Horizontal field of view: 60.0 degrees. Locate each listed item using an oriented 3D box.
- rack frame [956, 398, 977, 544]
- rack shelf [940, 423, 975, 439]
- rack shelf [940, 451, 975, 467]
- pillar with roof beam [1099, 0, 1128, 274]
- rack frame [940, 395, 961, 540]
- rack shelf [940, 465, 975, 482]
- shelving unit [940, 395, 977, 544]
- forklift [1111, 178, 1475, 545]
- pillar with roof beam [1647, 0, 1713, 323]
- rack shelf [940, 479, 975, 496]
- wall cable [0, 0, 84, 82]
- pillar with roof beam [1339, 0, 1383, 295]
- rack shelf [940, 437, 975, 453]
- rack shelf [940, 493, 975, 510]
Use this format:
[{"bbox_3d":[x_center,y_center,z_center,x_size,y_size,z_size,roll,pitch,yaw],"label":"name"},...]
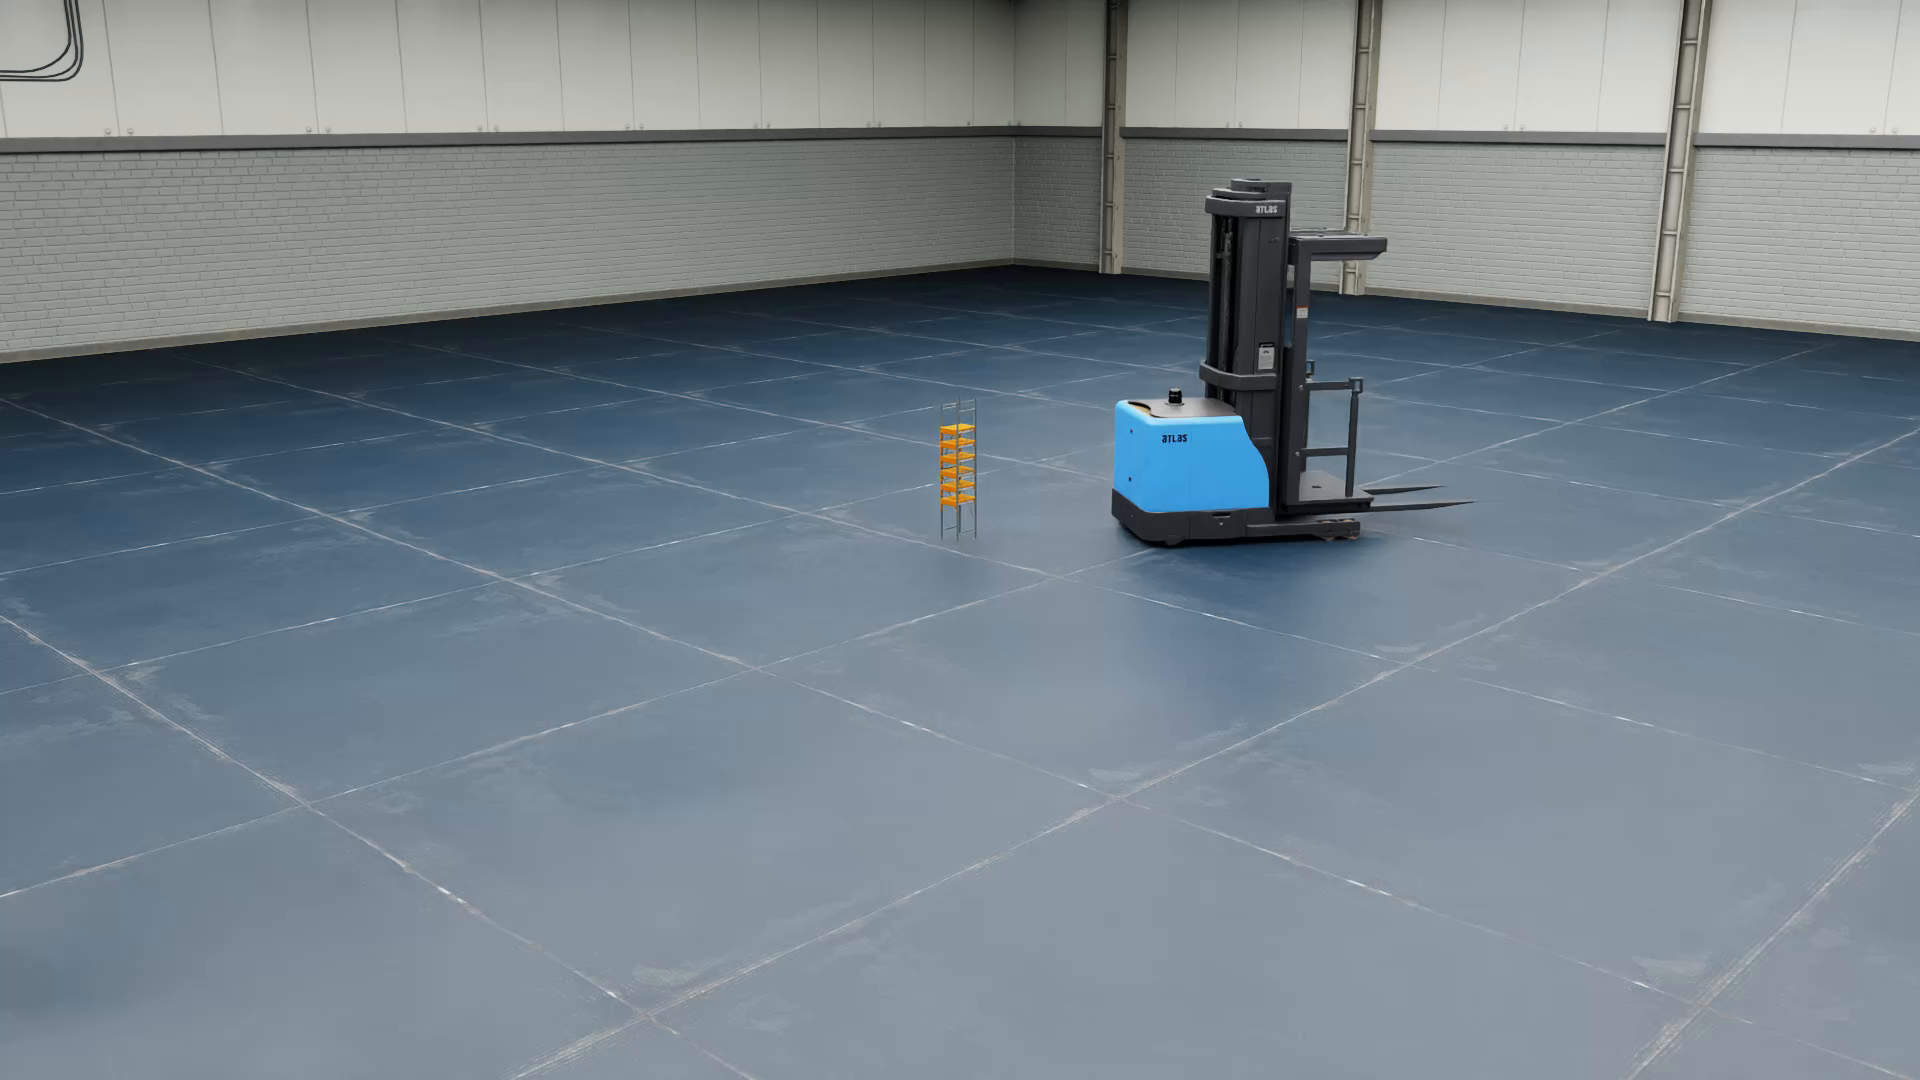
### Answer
[{"bbox_3d":[0.055,-0.567,13.729,0.006,1.200,0.240,14,20,42],"label":"rack frame"},{"bbox_3d":[-0.010,-0.889,13.711,0.180,0.103,0.258,14,20,42],"label":"rack shelf"},{"bbox_3d":[-0.010,-0.656,13.771,0.180,0.103,0.258,14,20,42],"label":"rack shelf"},{"bbox_3d":[0.292,-9.393,32.135,0.400,9.000,9.100,14,20,42],"label":"pillar with roof beam"},{"bbox_3d":[-0.076,-0.599,13.852,0.006,1.200,0.240,14,20,42],"label":"rack frame"},{"bbox_3d":[-0.010,-0.540,13.802,0.180,0.103,0.258,14,20,42],"label":"rack shelf"},{"bbox_3d":[-0.010,-0.583,13.791,0.189,1.200,0.258,14,20,42],"label":"shelving unit"},{"bbox_3d":[2.890,-1.540,14.030,3.031,2.935,1.130,-3,15,-11],"label":"forklift"},{"bbox_3d":[8.930,-7.293,24.074,0.400,9.000,9.100,14,20,42],"label":"pillar with roof beam"},{"bbox_3d":[-0.010,-0.424,13.832,0.180,0.103,0.258,14,20,42],"label":"rack shelf"},{"bbox_3d":[-13.186,-8.579,22.264,0.169,6.003,2.305,14,20,42],"label":"wall cable"},{"bbox_3d":[4.611,-8.343,28.104,0.400,9.000,9.100,14,20,42],"label":"pillar with roof beam"},{"bbox_3d":[-0.010,-0.772,13.741,0.180,0.103,0.258,14,20,42],"label":"rack shelf"},{"bbox_3d":[-0.010,-0.308,13.862,0.180,0.103,0.258,14,20,42],"label":"rack shelf"}]
